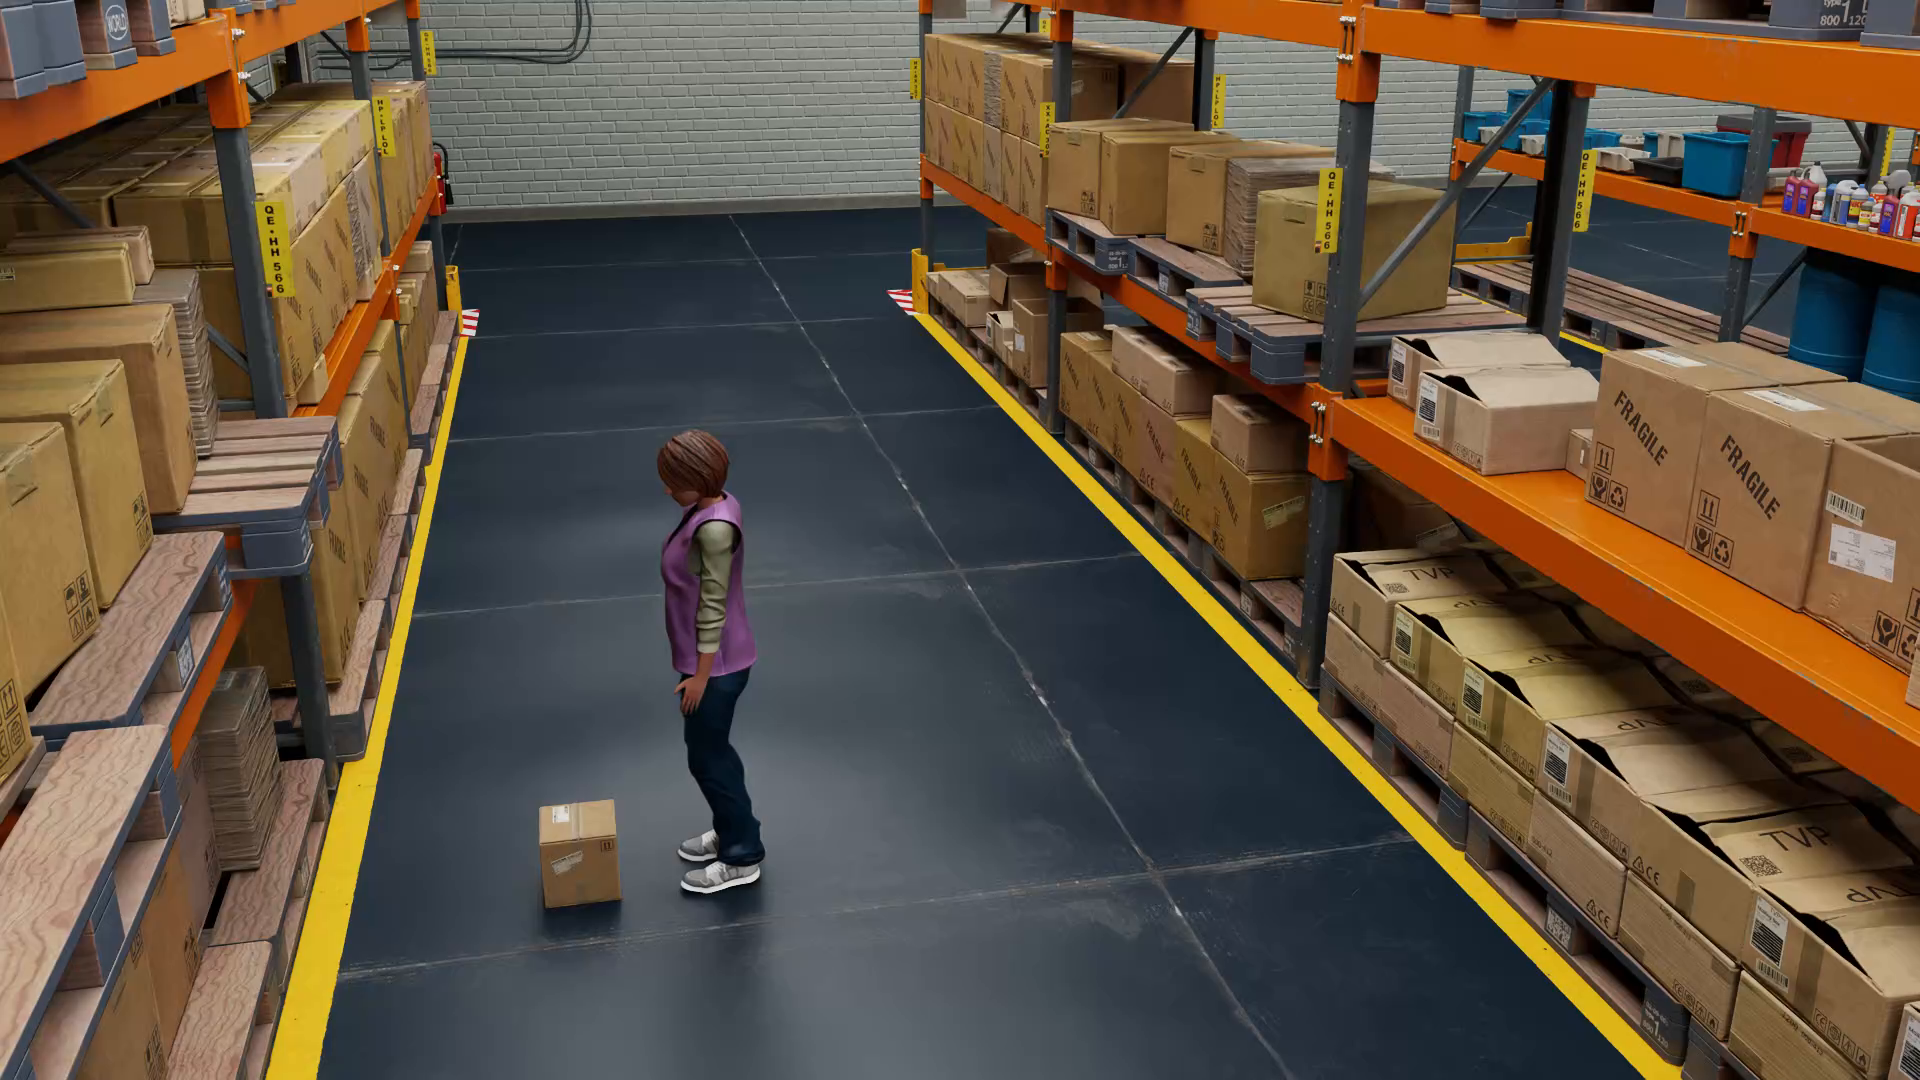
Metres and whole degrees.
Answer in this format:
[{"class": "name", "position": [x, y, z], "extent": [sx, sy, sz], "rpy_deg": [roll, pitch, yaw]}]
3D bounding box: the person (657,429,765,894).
[{"class": "person", "position": [-0.817, 0.406, 5.482], "extent": [0.300, 1.593, 0.408], "rpy_deg": [-4, 20, -11]}]
